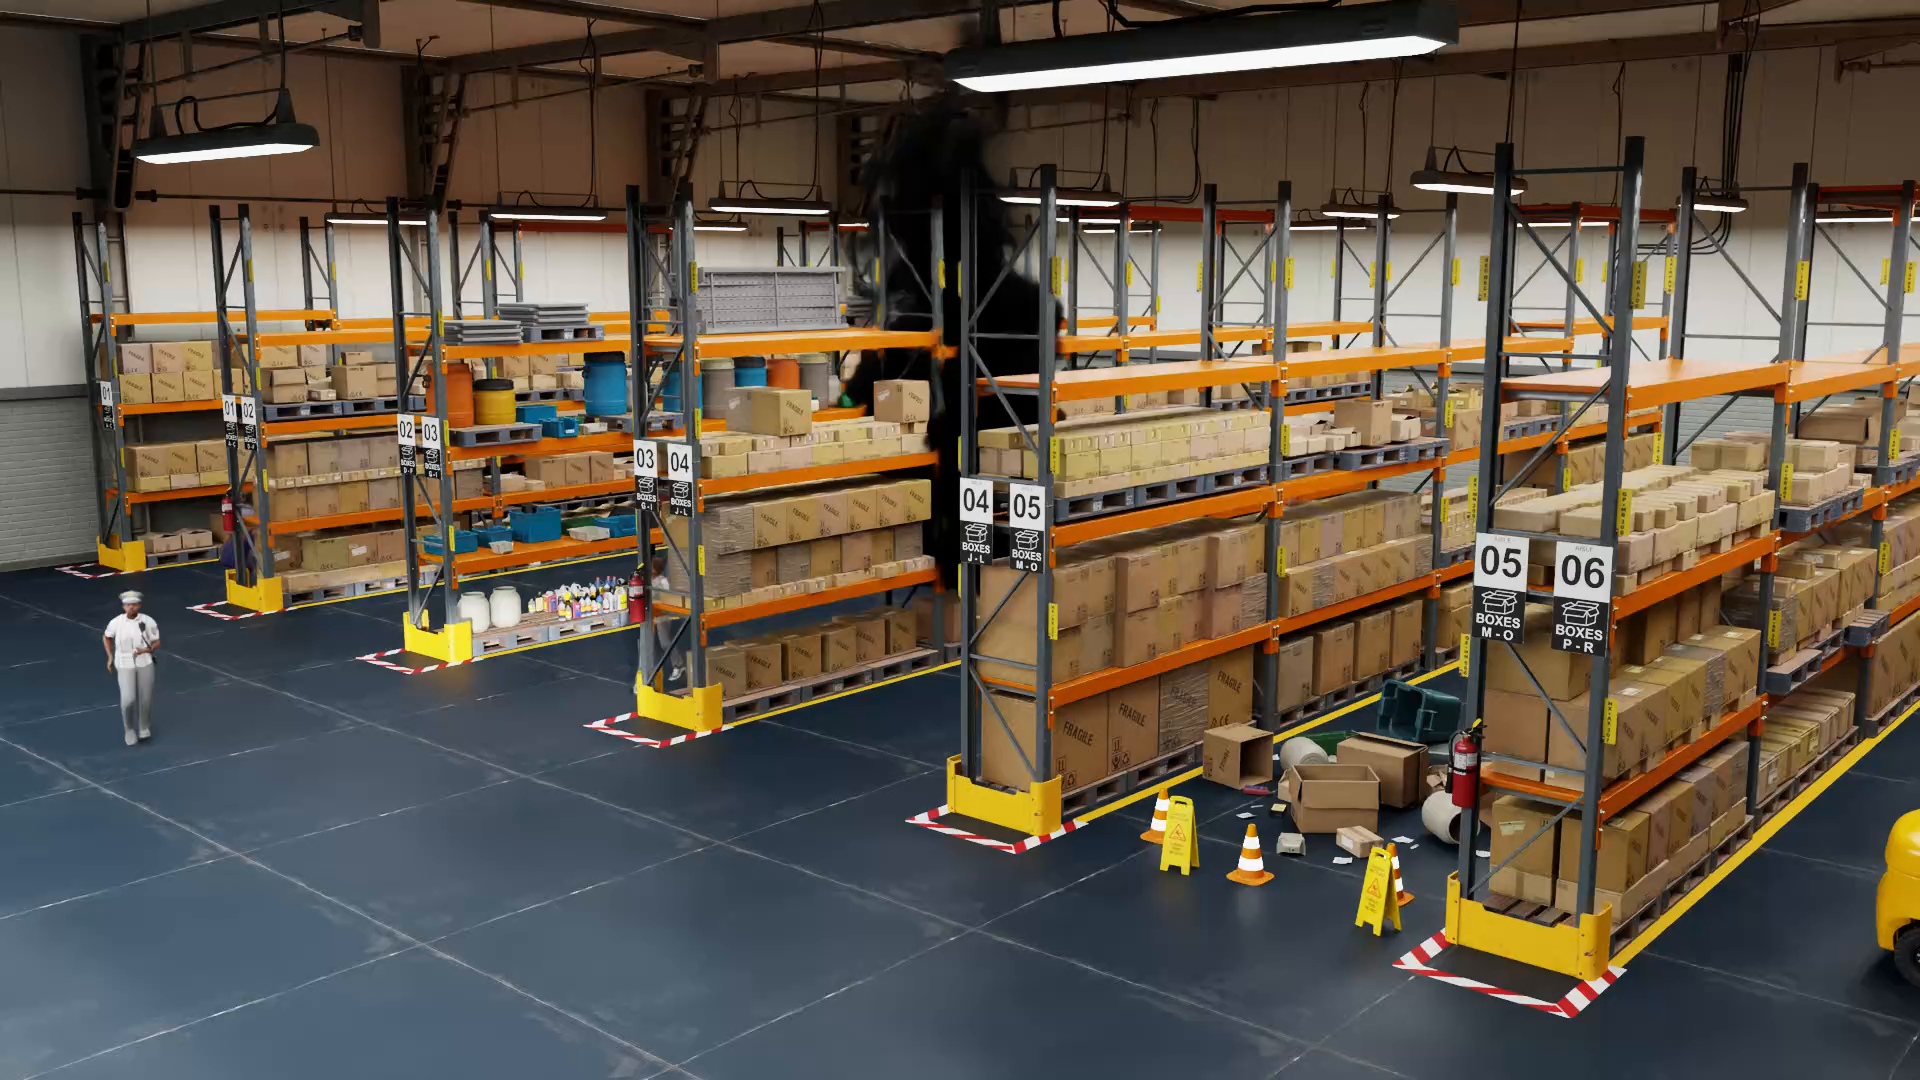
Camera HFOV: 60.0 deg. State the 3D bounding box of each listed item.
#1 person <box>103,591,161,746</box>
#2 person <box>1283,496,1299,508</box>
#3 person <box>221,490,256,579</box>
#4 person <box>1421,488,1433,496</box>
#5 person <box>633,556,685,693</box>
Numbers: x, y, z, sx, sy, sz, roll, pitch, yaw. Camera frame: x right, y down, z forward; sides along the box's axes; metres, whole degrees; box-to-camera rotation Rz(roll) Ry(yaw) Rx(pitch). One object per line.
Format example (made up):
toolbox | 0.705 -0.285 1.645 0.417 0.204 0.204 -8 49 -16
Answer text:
person | -8.891 1.381 17.905 0.546 1.695 0.675 -5 11 -28
person | 5.062 0.086 25.499 0.659 1.742 0.708 7 12 38
person | -11.438 0.010 26.414 0.581 1.594 0.518 6 11 32
person | 7.238 0.077 25.767 0.626 1.783 0.737 9 13 42
person | -3.695 1.002 20.315 0.515 1.636 0.757 6 11 33
